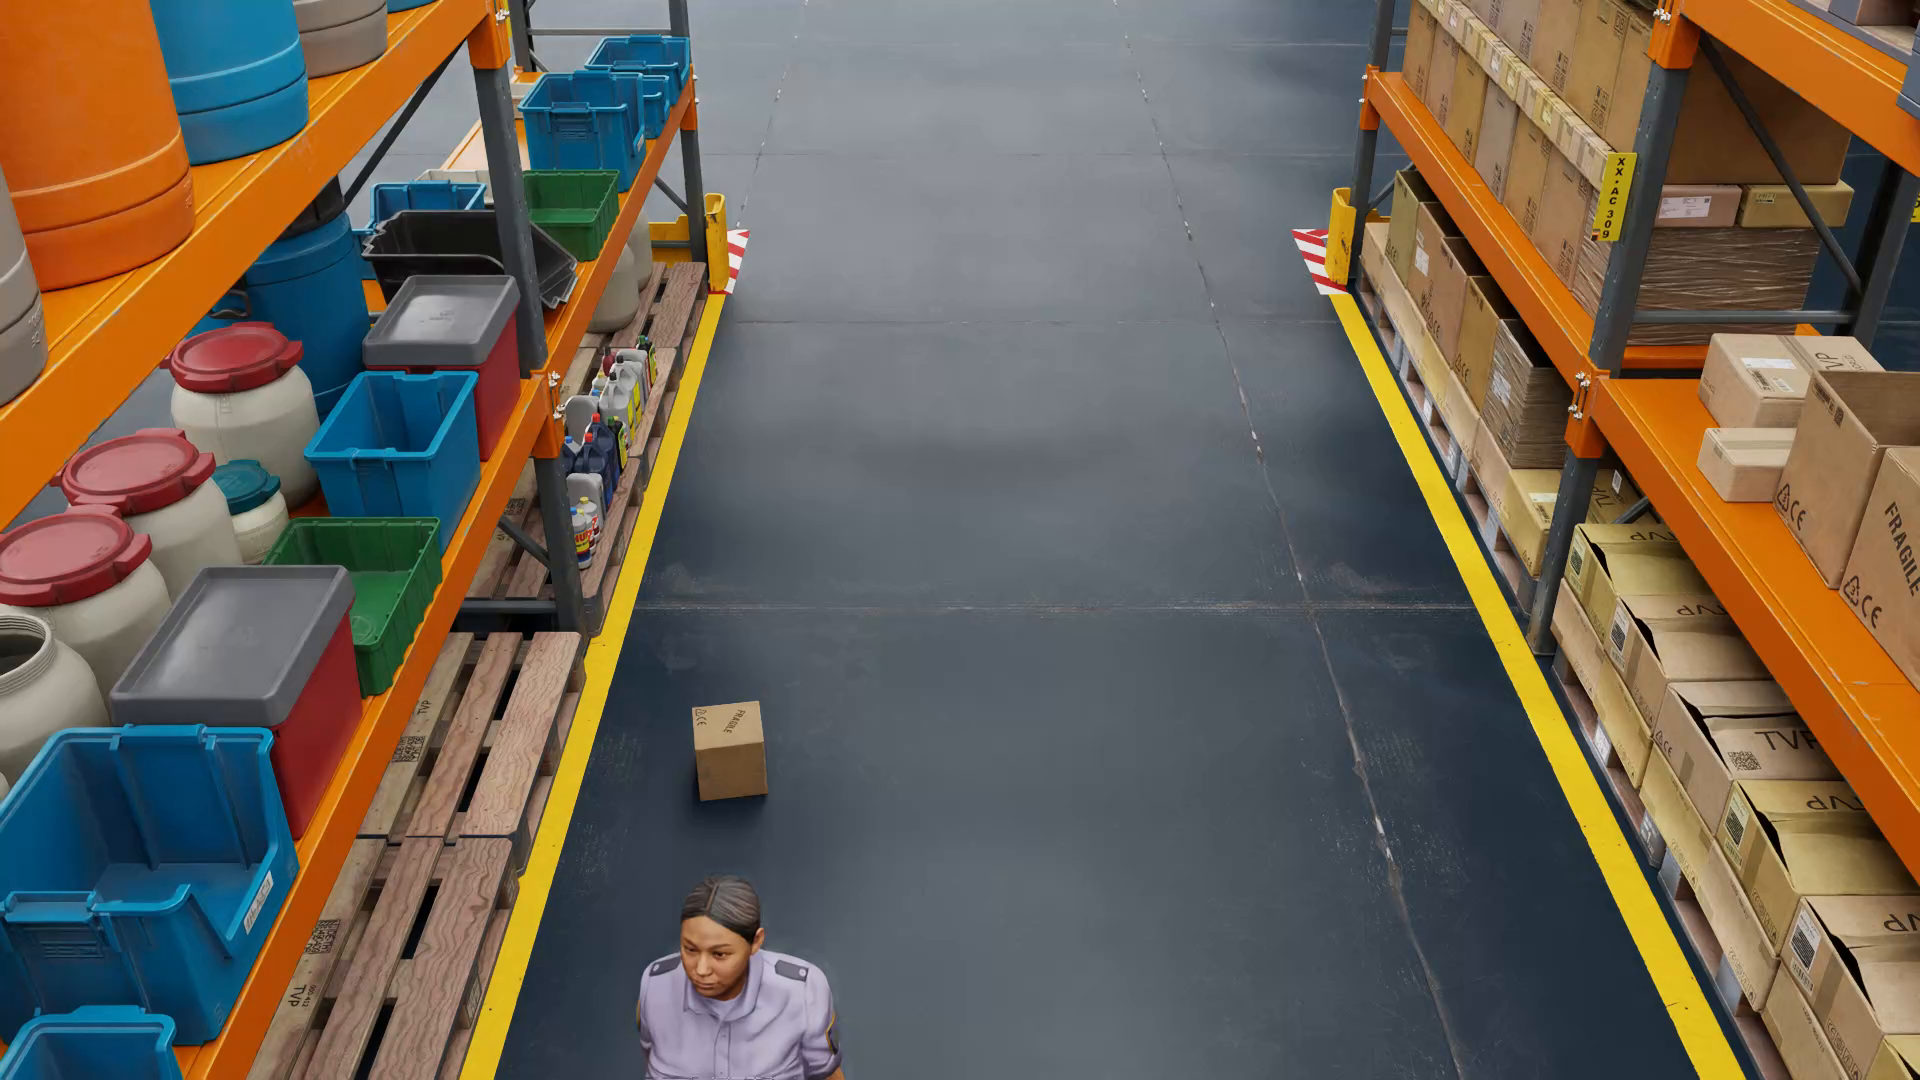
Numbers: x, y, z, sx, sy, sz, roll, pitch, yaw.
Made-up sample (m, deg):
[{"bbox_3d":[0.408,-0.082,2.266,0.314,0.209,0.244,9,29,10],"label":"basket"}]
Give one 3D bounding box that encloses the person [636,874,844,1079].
[{"bbox_3d":[-0.488,1.399,3.866,0.469,1.604,0.870,0,32,1],"label":"person"}]
